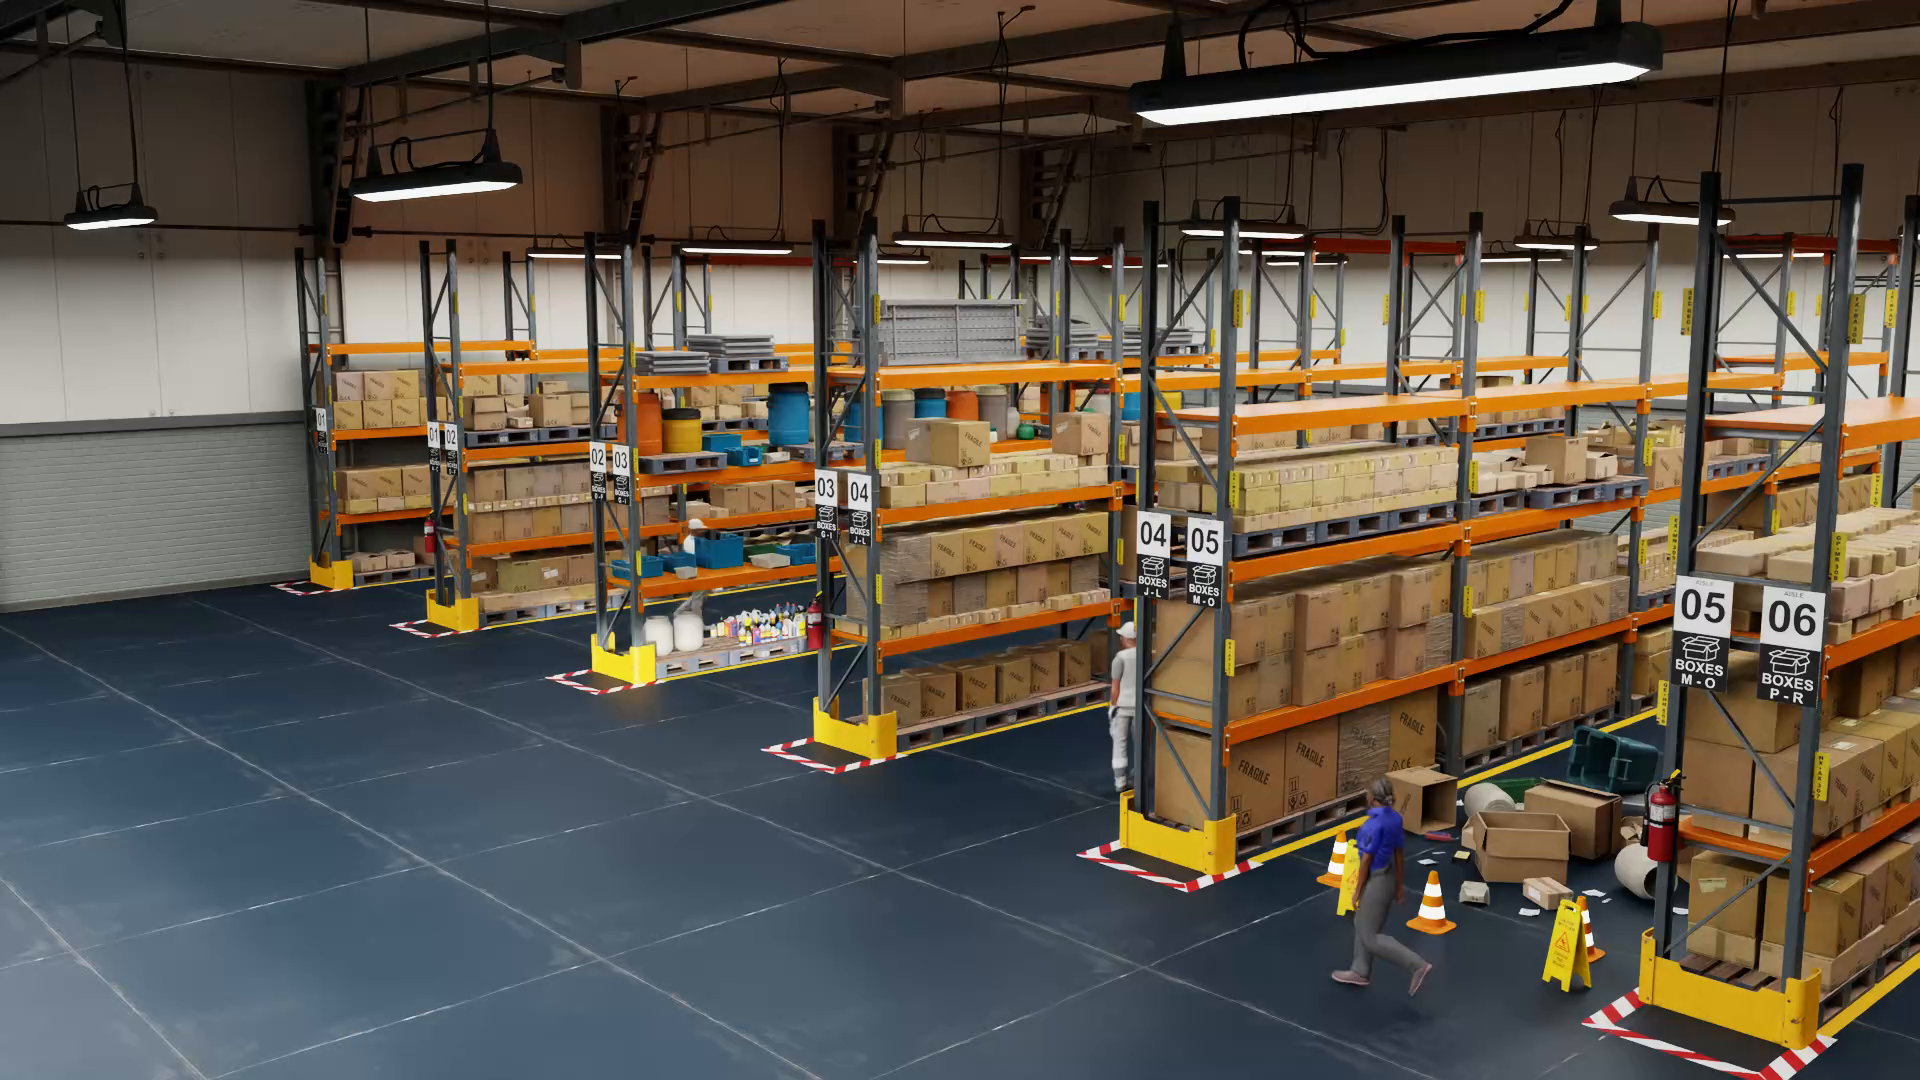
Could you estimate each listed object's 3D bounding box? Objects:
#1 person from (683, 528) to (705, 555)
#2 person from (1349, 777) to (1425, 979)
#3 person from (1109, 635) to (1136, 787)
[{"bbox_3d":[-4.076,0.217,25.570,0.364,1.042,0.577,-1,8,-9],"label":"person"},{"bbox_3d":[3.173,2.543,12.281,0.579,1.570,0.408,4,9,24],"label":"person"},{"bbox_3d":[1.811,1.729,17.530,0.538,1.684,0.479,-1,9,-10],"label":"person"}]
